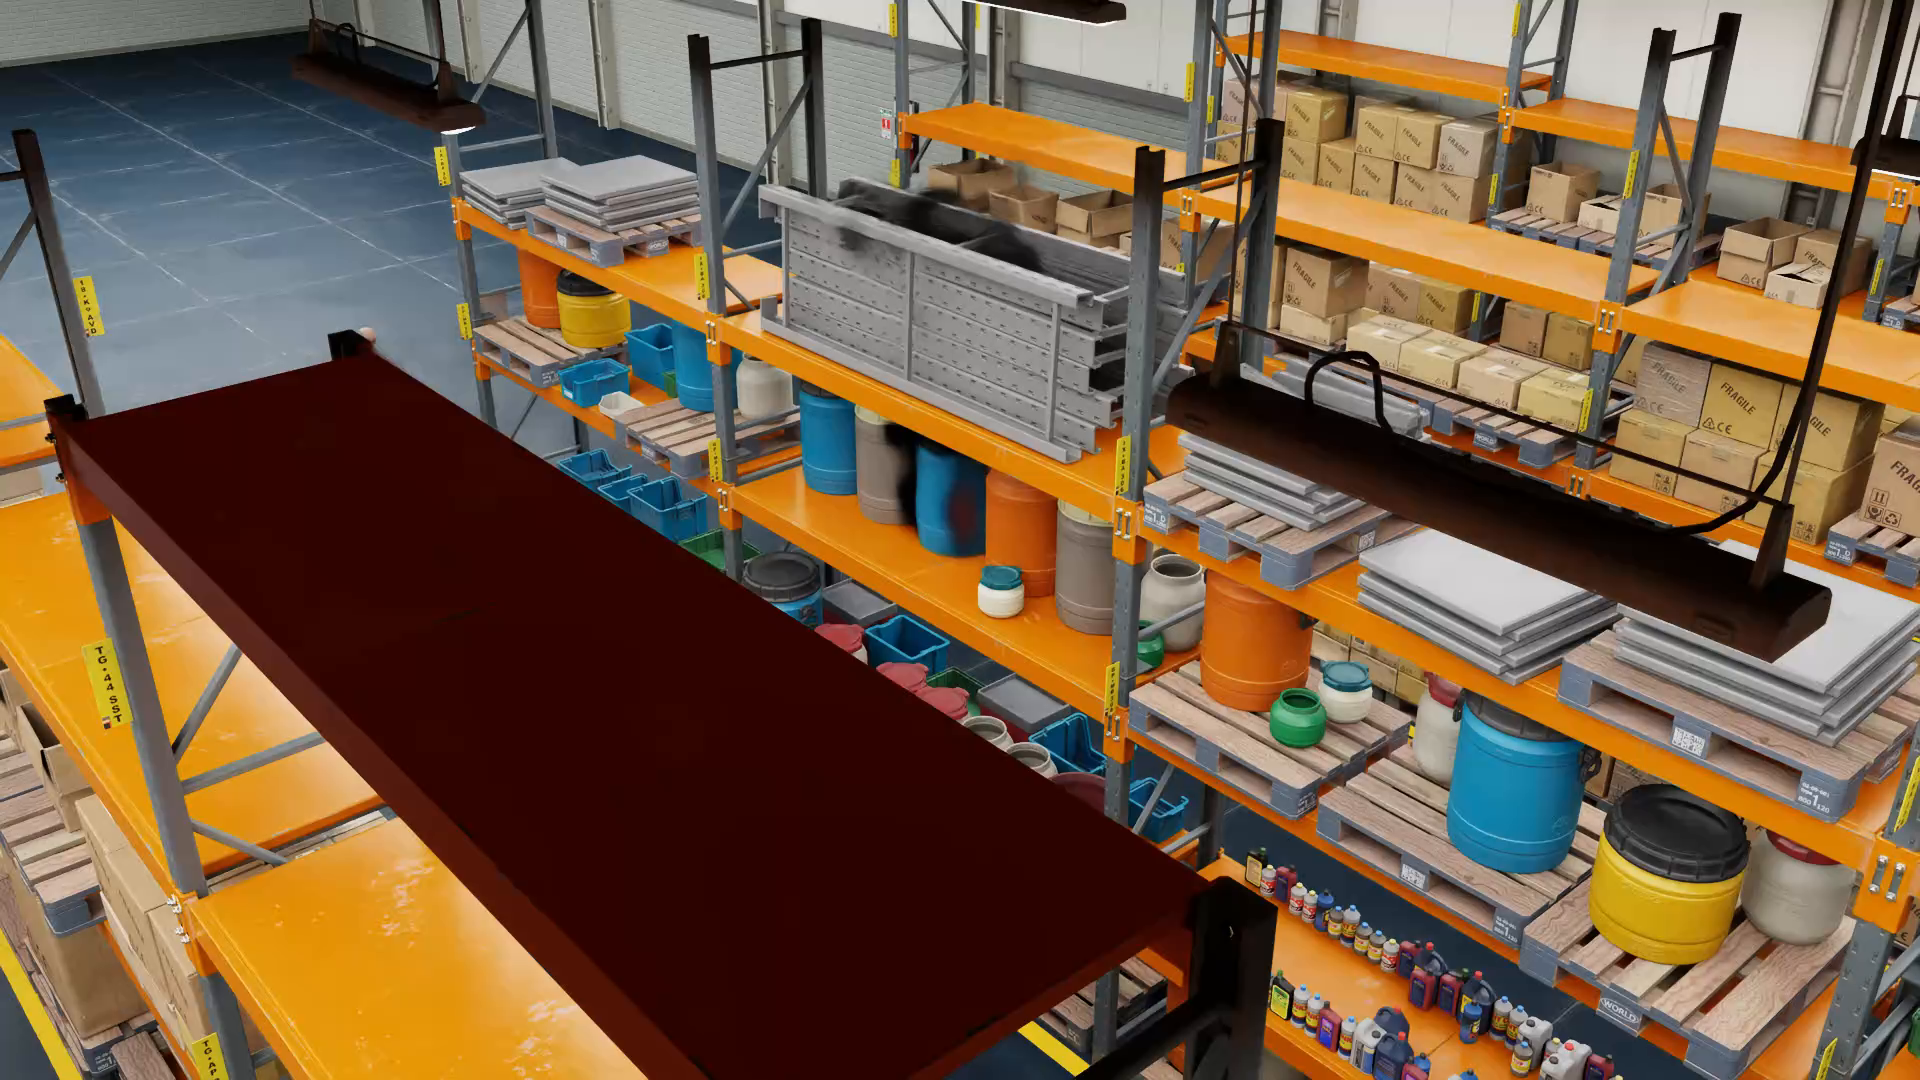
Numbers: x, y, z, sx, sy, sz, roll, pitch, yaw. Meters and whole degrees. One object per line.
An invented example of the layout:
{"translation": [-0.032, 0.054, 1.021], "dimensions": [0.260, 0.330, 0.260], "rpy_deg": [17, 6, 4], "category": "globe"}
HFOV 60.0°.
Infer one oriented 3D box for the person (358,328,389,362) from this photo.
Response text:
{"translation": [-6.578, -1.508, 18.555], "dimensions": [1.115, 1.743, 0.731], "rpy_deg": [-6, 28, -12], "category": "person"}
